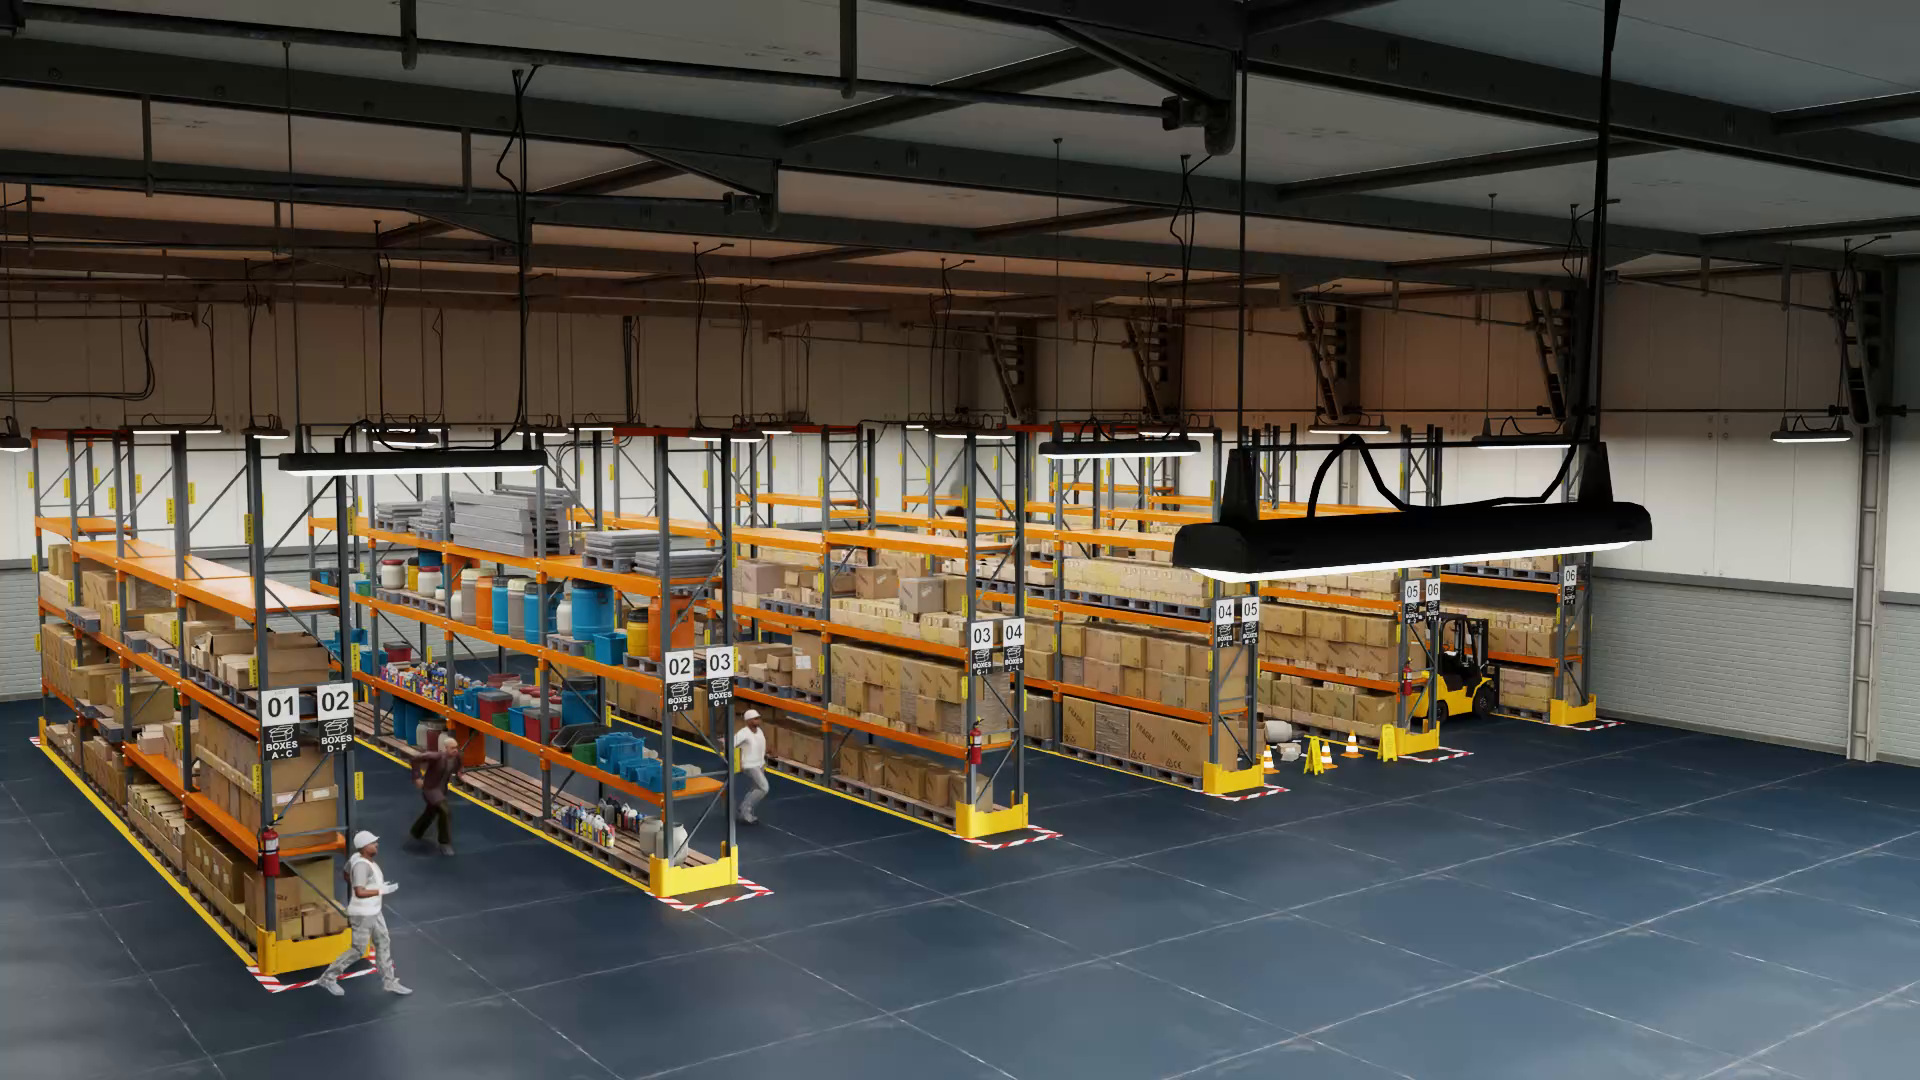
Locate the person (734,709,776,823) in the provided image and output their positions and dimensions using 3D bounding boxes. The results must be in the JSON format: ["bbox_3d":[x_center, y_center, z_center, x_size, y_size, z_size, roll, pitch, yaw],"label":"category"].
[{"bbox_3d":[-3.130,3.453,25.411,0.650,1.728,0.684,2,5,23],"label":"person"}]

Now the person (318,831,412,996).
[{"bbox_3d":[-6.403,4.027,17.868,0.947,1.812,0.686,-1,5,-11],"label":"person"}]

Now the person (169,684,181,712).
[{"bbox_3d":[-15.760,2.911,33.011,0.568,1.700,0.742,1,5,17],"label":"person"}]

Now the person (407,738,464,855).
[{"bbox_3d":[-7.542,3.656,23.784,1.072,1.737,0.750,3,5,30],"label":"person"}]
